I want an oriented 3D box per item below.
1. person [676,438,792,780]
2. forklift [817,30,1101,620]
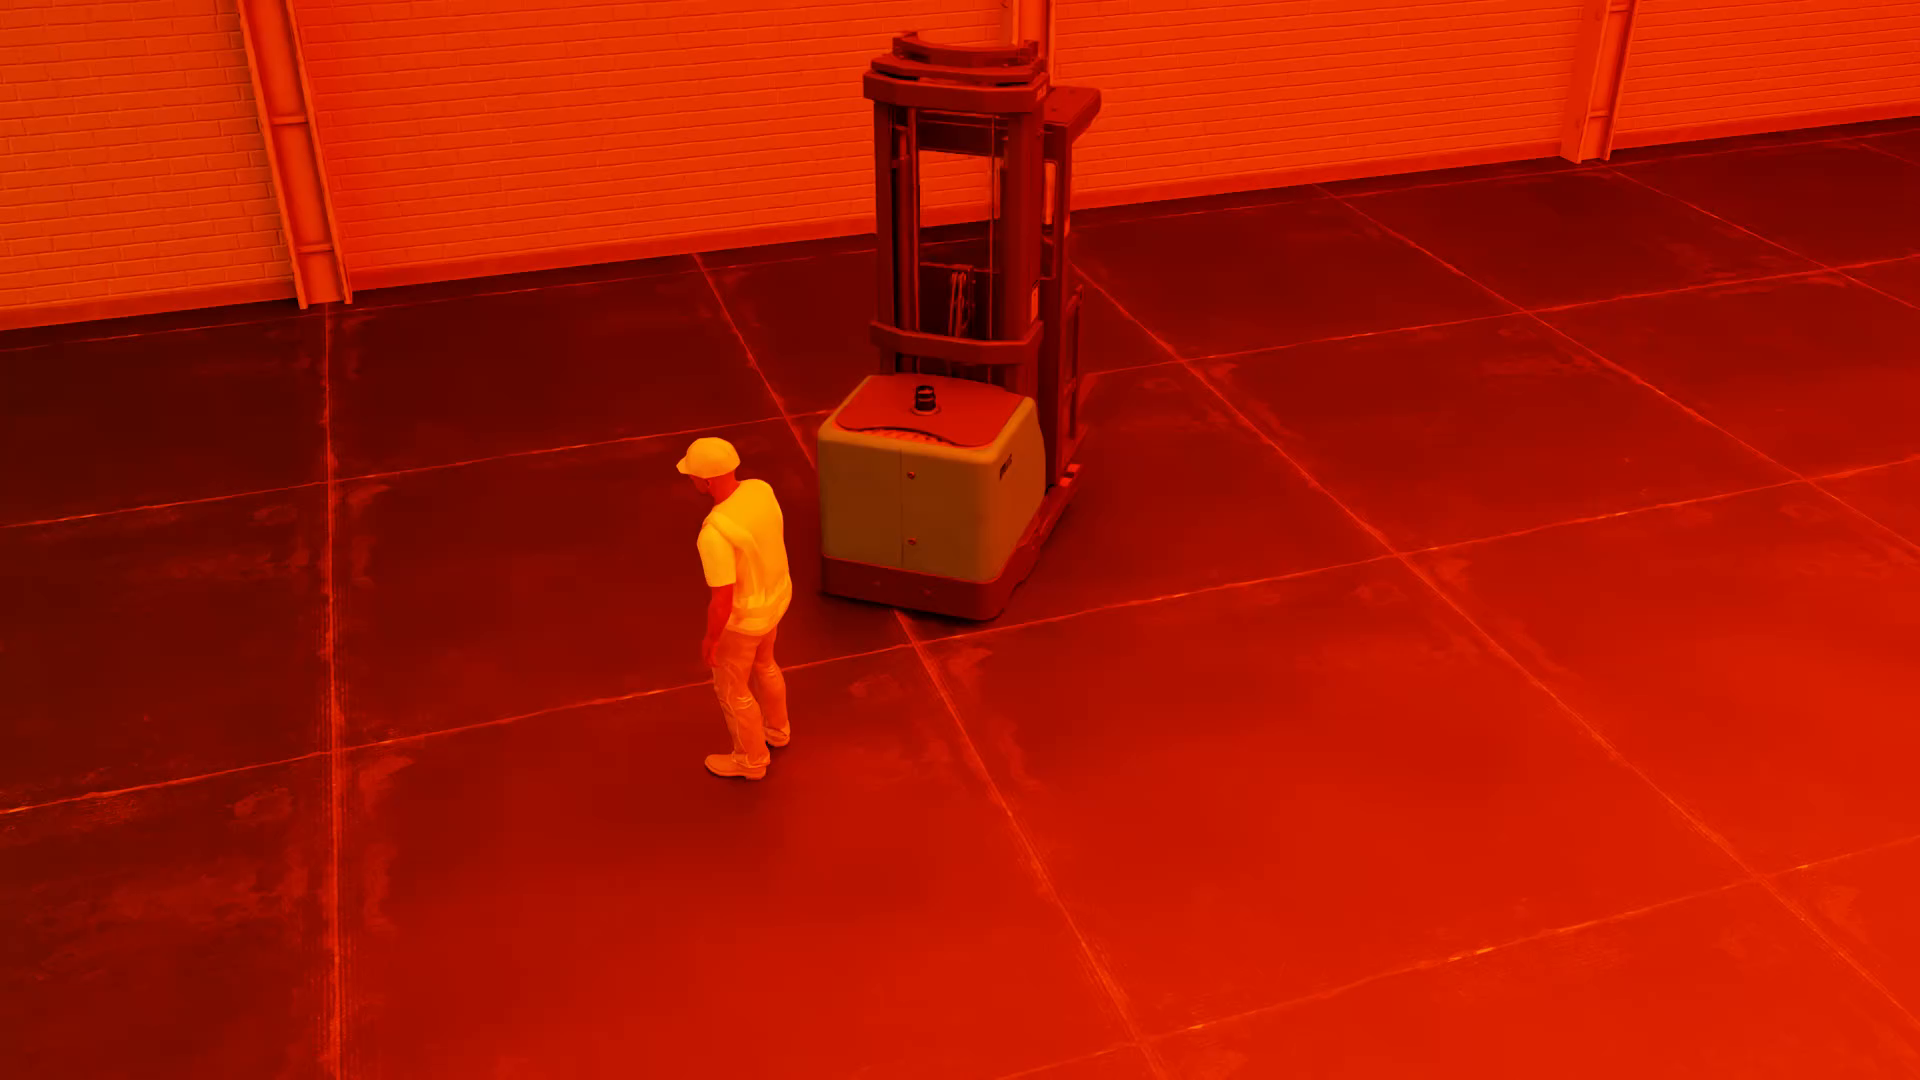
[{"bbox_3d":[-1.025,0.314,7.720,0.461,1.759,0.631,11,32,18],"label":"person"},{"bbox_3d":[0.157,-1.552,9.784,1.130,2.935,3.031,9,31,16],"label":"forklift"}]
